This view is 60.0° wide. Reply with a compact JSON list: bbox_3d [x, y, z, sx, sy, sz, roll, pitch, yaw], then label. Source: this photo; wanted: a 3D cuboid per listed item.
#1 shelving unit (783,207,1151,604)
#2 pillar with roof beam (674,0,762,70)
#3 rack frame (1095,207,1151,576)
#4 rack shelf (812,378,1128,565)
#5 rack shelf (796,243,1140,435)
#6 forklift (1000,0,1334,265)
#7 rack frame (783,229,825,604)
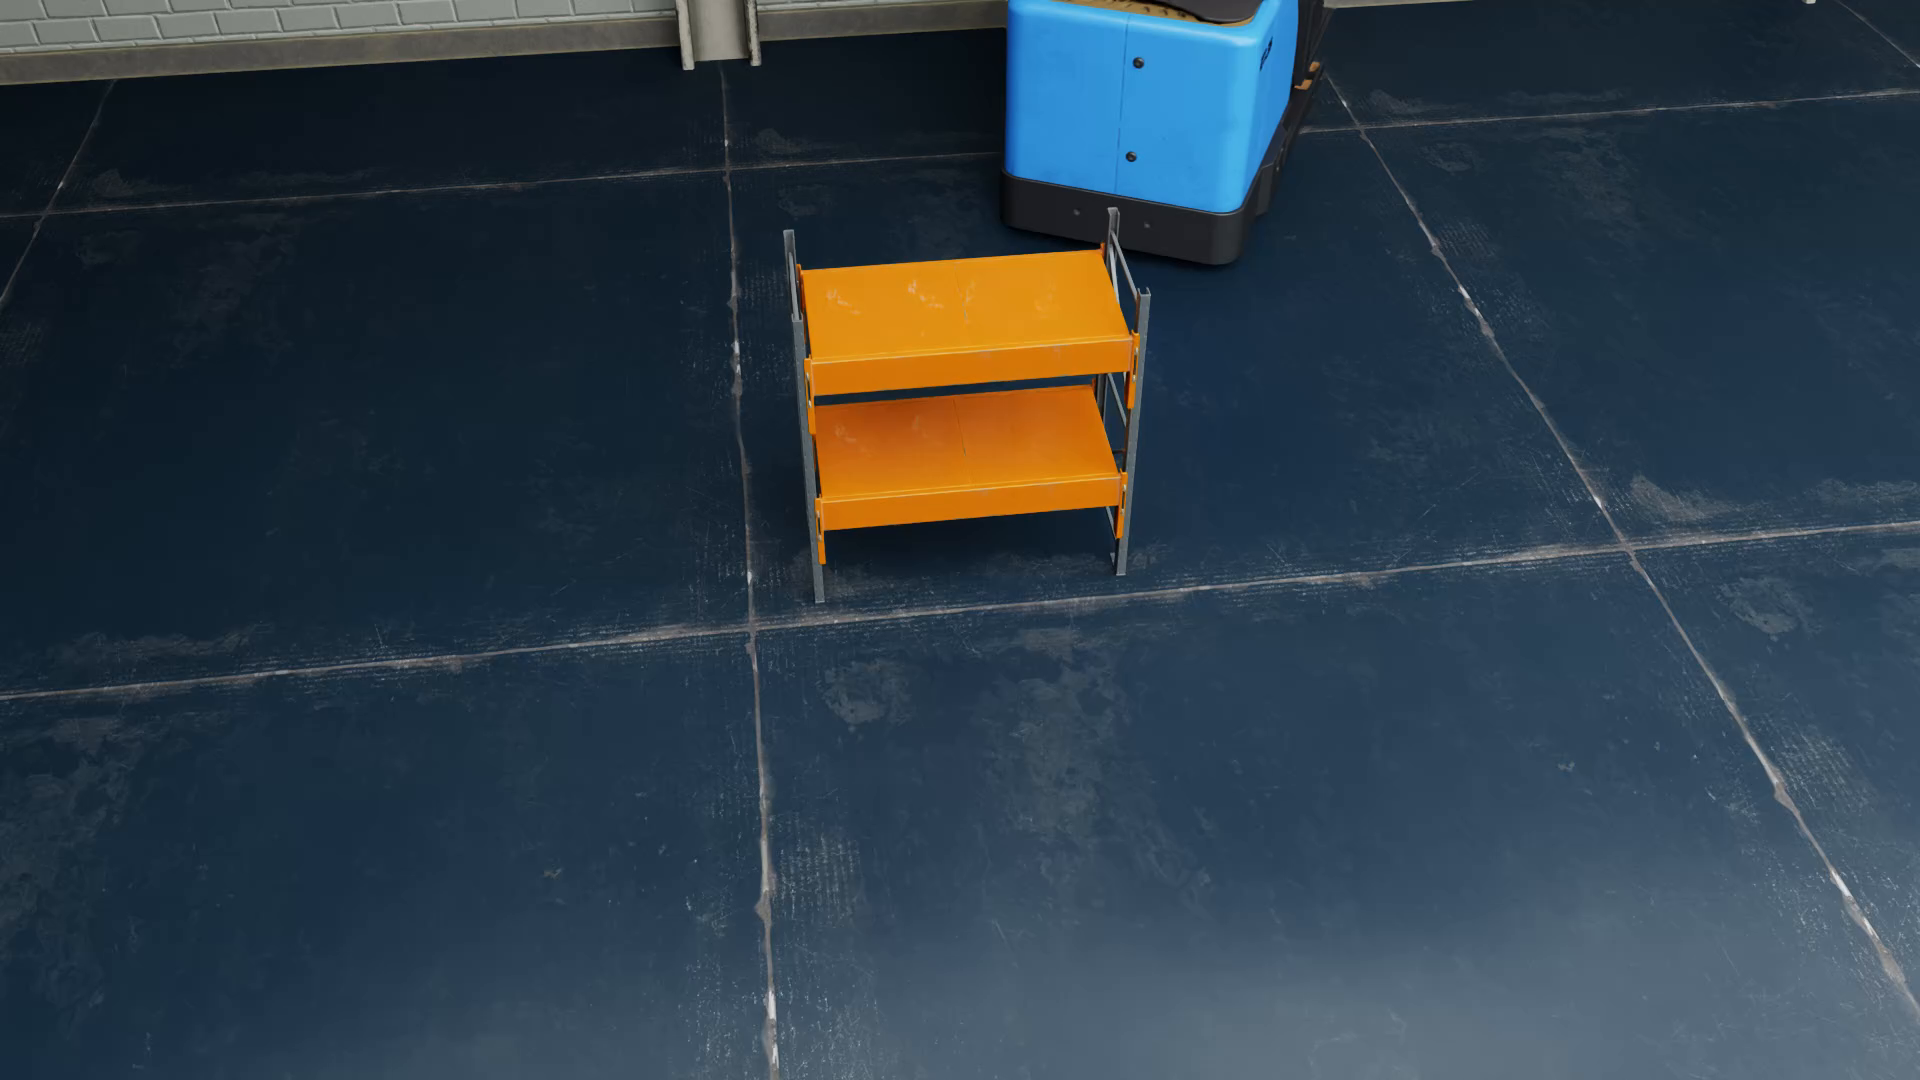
[{"bbox_3d":[0.007,-0.418,5.374,1.048,1.125,0.538,-5,42,-6],"label":"shelving unit"},{"bbox_3d":[-0.662,-2.970,2.324,0.400,9.000,9.100,-5,42,-6],"label":"pillar with roof beam"},{"bbox_3d":[0.511,-0.462,5.423,0.032,1.125,0.500,-5,42,-6],"label":"rack frame"},{"bbox_3d":[0.007,-0.237,5.538,1.000,0.278,0.538,-5,42,-6],"label":"rack shelf"},{"bbox_3d":[0.007,-0.636,5.178,1.000,0.278,0.538,-5,42,-6],"label":"rack shelf"},{"bbox_3d":[1.148,-3.230,7.143,1.130,2.935,3.031,14,44,15],"label":"forklift"},{"bbox_3d":[-0.497,-0.374,5.325,0.032,1.125,0.500,-5,42,-6],"label":"rack frame"}]
